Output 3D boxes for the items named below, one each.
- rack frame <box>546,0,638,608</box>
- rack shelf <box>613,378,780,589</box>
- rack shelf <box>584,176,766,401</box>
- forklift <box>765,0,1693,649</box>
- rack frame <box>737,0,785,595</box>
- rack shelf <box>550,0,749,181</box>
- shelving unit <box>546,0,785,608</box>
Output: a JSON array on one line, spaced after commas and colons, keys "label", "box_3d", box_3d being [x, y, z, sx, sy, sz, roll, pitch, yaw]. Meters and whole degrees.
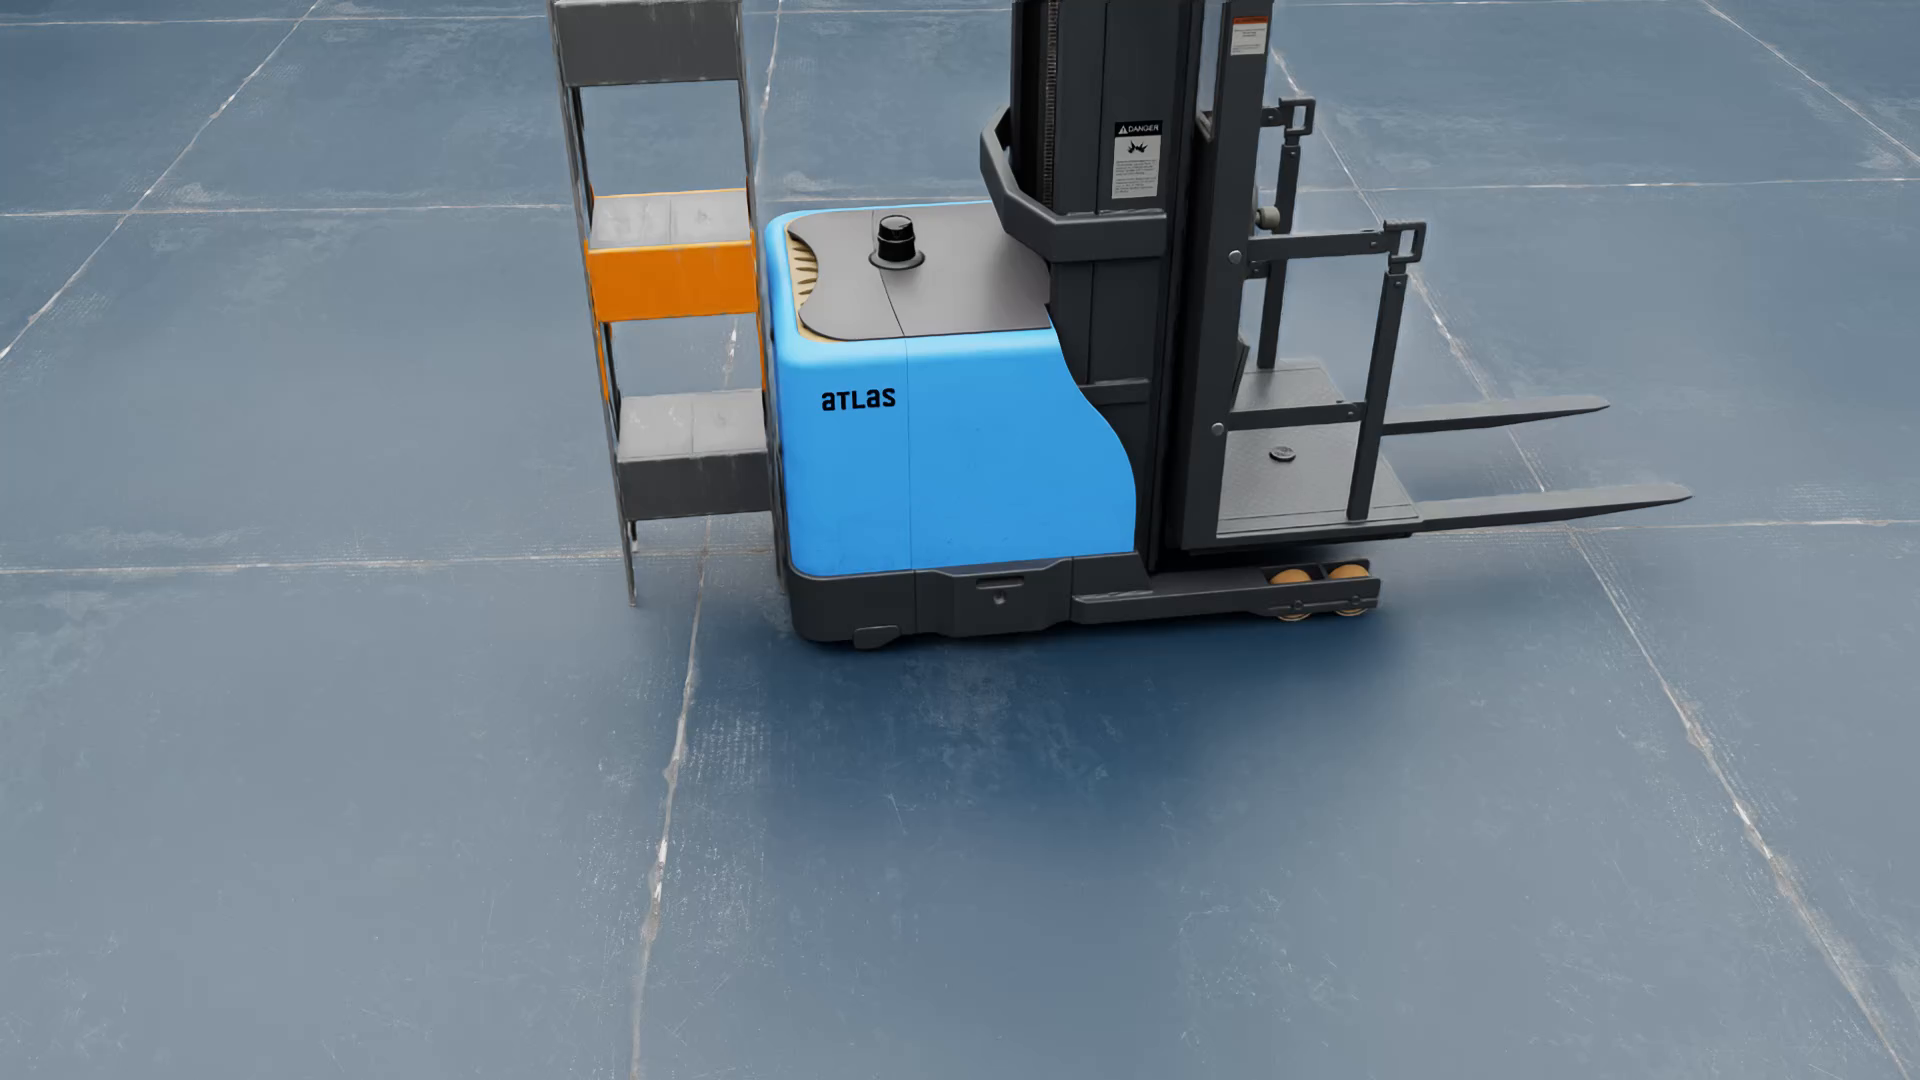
[{"label": "rack frame", "box_3d": [-1.095, -0.755, 4.996, 0.015, 2.100, 0.400, -5, 35, -7]}, {"label": "rack shelf", "box_3d": [-0.853, -0.188, 5.430, 0.480, 0.518, 0.431, -5, 35, -7]}, {"label": "rack shelf", "box_3d": [-0.853, -0.763, 5.032, 0.480, 0.518, 0.431, -5, 35, -7]}, {"label": "forklift", "box_3d": [0.914, -1.238, 4.963, 3.031, 2.935, 1.130, -5, 35, -7]}, {"label": "rack frame", "box_3d": [-0.612, -0.794, 5.052, 0.015, 2.100, 0.400, -5, 35, -7]}, {"label": "rack shelf", "box_3d": [-0.853, -1.339, 4.633, 0.480, 0.518, 0.431, -5, 35, -7]}, {"label": "shelving unit", "box_3d": [-0.853, -0.774, 5.024, 0.503, 2.100, 0.431, -5, 35, -7]}]
